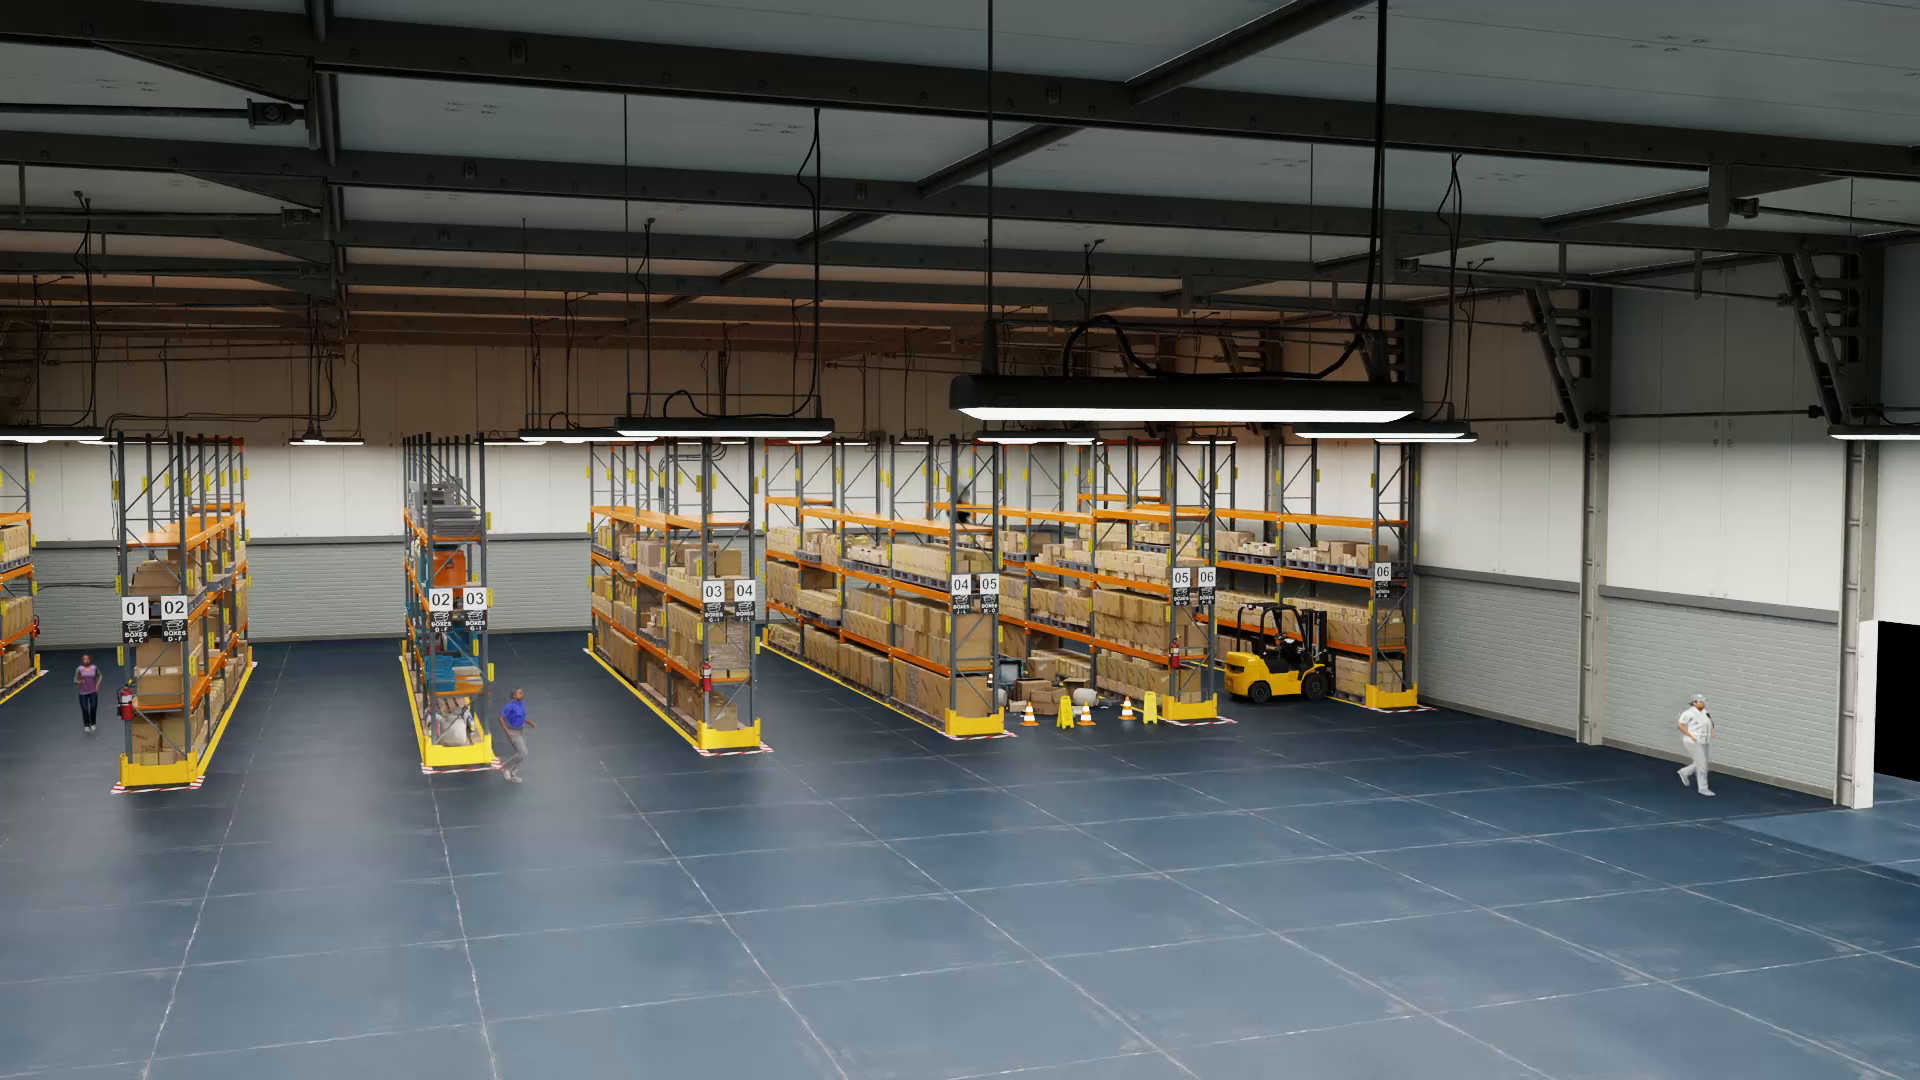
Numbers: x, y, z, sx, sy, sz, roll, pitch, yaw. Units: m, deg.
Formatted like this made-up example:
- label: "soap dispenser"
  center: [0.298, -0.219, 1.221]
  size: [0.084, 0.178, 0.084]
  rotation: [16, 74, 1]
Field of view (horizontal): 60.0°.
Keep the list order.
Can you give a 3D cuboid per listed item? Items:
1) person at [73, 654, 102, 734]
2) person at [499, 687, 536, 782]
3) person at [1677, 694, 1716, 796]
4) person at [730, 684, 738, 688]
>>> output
- label: "person"
  center: [-17.421, 3.096, 33.236]
  size: [0.515, 1.582, 0.625]
  rotation: [-2, 4, -28]
- label: "person"
  center: [-7.568, 3.333, 28.503]
  size: [0.544, 1.623, 0.588]
  rotation: [1, 3, 12]
- label: "person"
  center: [12.185, 3.368, 27.549]
  size: [0.615, 1.652, 0.764]
  rotation: [-2, 4, -32]
- label: "person"
  center: [-5.391, 2.661, 39.643]
  size: [0.714, 1.732, 0.624]
  rotation: [-1, 3, -23]
